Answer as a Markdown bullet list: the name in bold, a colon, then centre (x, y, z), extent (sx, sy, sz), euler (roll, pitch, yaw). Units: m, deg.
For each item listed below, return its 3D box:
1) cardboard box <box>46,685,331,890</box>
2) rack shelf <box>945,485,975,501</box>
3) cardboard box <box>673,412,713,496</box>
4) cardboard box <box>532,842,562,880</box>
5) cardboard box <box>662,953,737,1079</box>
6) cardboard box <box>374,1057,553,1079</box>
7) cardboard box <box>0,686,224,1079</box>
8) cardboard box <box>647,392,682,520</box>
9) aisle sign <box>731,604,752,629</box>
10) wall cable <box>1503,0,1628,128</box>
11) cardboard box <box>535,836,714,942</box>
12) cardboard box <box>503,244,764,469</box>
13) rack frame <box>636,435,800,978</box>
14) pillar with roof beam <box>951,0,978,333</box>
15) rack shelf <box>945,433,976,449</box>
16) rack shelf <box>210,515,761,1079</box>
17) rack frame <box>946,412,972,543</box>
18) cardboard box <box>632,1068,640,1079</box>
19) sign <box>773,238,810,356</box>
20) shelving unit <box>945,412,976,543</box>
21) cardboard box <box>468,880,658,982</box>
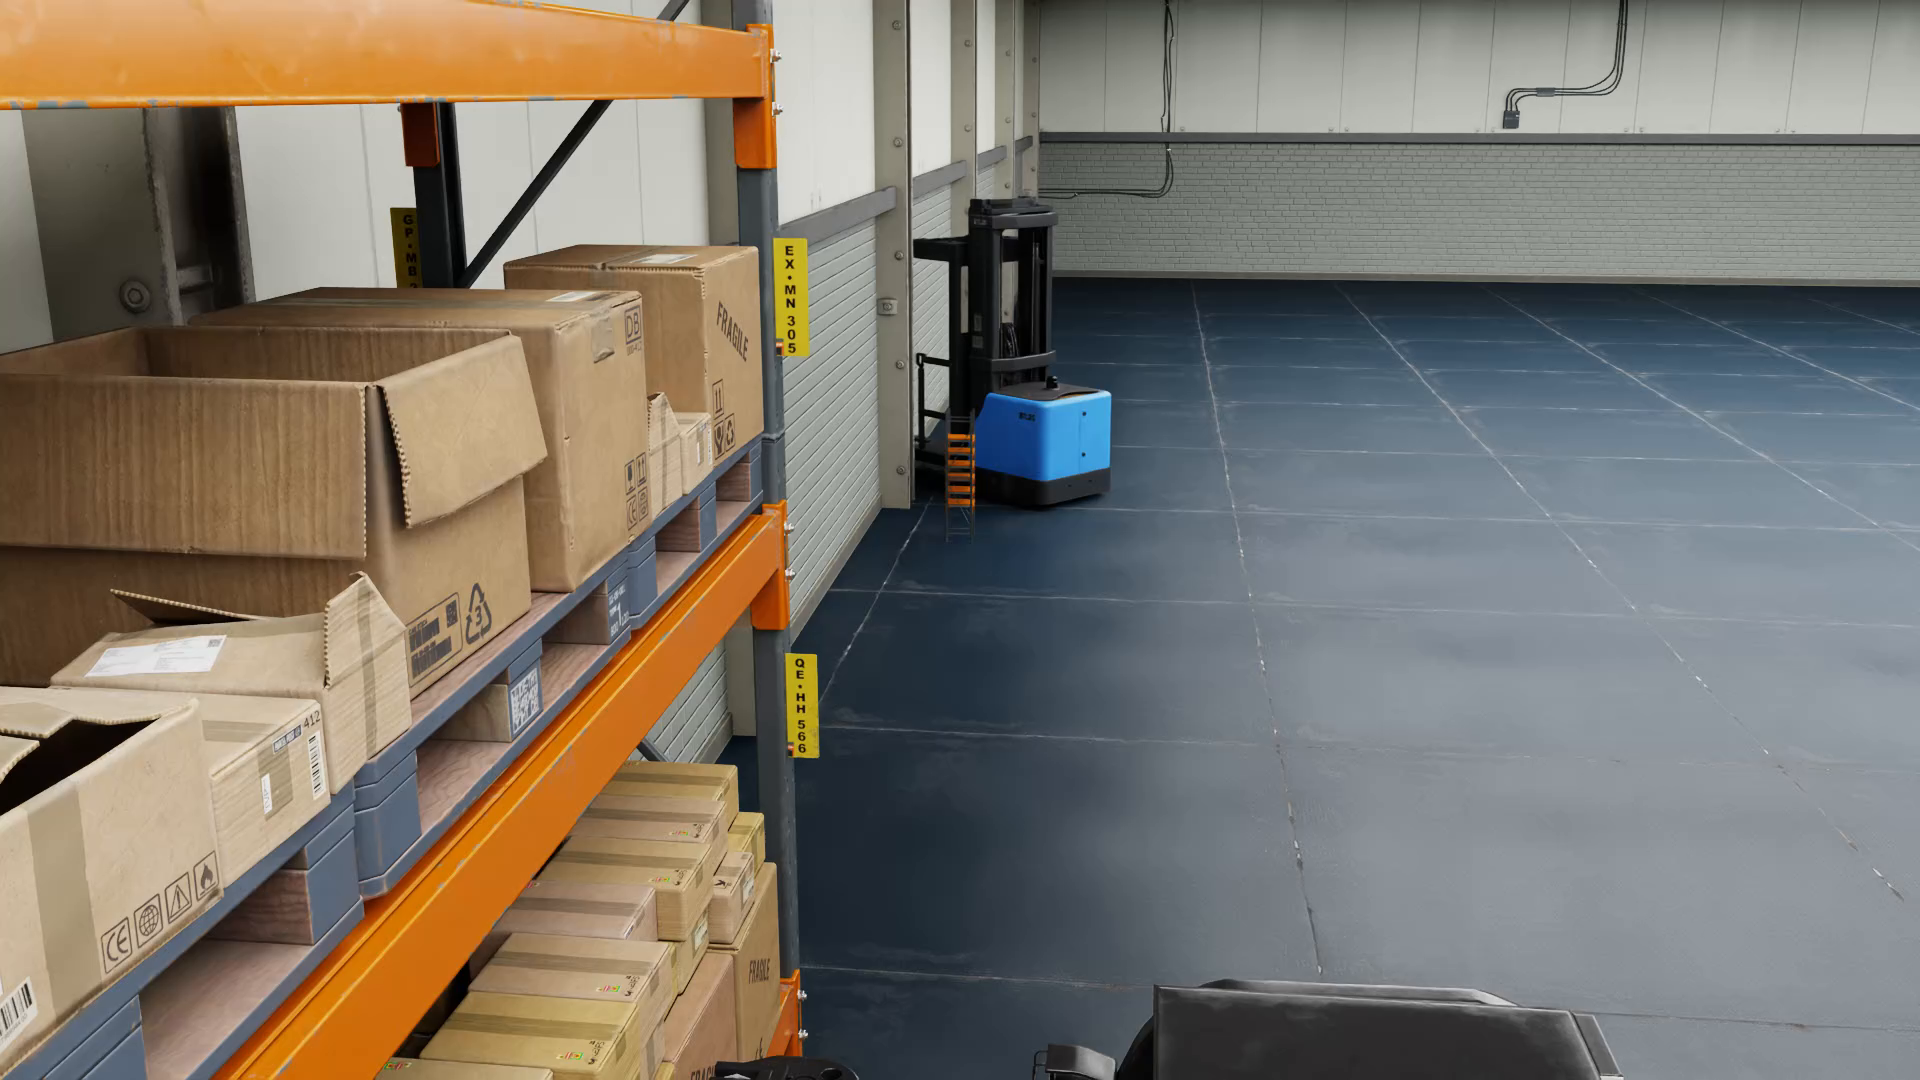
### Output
- **cardboard box**: centre (-1.020, 0.299, 2.049), extent (0.380, 0.149, 0.250), euler (2, 15, 8)
- **rack shelf**: centre (0.002, -0.424, 15.062), extent (0.258, 0.103, 0.180), euler (2, 15, 6)
- **cardboard box**: centre (-0.799, -0.208, 3.924), extent (0.380, 0.149, 0.250), euler (1, 15, 5)
- **cardboard box**: centre (-1.268, 0.931, 4.540), extent (0.380, 0.149, 0.250), euler (2, 15, 6)
- **cardboard box**: centre (-0.870, 1.367, 4.168), extent (0.500, 0.500, 0.500), euler (2, 15, 8)
- **cardboard box**: centre (-1.006, 1.138, 3.203), extent (0.380, 0.149, 0.250), euler (2, 15, 7)
- **cardboard box**: centre (-1.123, 0.319, 1.665), extent (0.500, 0.311, 0.500), euler (2, 15, 7)
- **cardboard box**: centre (-0.828, -0.199, 3.665), extent (0.396, 0.266, 0.258), euler (2, 15, 6)
- **aisle sign**: centre (-0.708, -0.118, 4.870), extent (0.394, 0.787, 0.004), euler (2, 15, 6)
- **wall cable**: centre (12.481, -11.460, 33.789), extent (2.305, 6.003, 0.169), euler (2, 15, 6)
- **cardboard box**: centre (-0.838, 0.873, 4.181), extent (0.380, 0.149, 0.250), euler (2, 15, 8)
- **cardboard box**: centre (-0.815, -0.479, 4.255), extent (0.500, 0.500, 0.500), euler (2, 15, 8)
- **rack frame**: centre (-1.008, 1.146, 5.178), extent (1.000, 3.000, 0.127), euler (2, 15, 6)
- **pillar with roof beam**: centre (4.327, -6.138, 20.621), extent (9.100, 9.000, 0.400), euler (2, 15, 6)
- **rack shelf**: centre (0.002, -0.888, 14.937), extent (0.258, 0.103, 0.180), euler (2, 15, 6)
- **rack shelf**: centre (-1.233, 0.435, 2.927), extent (0.919, 0.052, 3.809), euler (2, 15, 6)
- **rack frame**: centre (-0.009, -0.559, 14.932), extent (0.240, 1.200, 0.006), euler (2, 15, 6)
- **cardboard box**: centre (-0.889, 1.216, 3.484), extent (0.380, 0.149, 0.250), euler (2, 15, 7)
- **sign**: centre (-0.470, -0.672, 4.609), extent (0.100, 0.325, 0.005), euler (2, 15, 6)
- **shelving unit**: centre (1.505, 2.026, 4.223), extent (5.752, 1.800, 21.905), euler (2, 15, 6)
- **cardboard box**: centre (-0.940, 0.936, 3.951), extent (0.380, 0.149, 0.250), euler (2, 15, 7)
